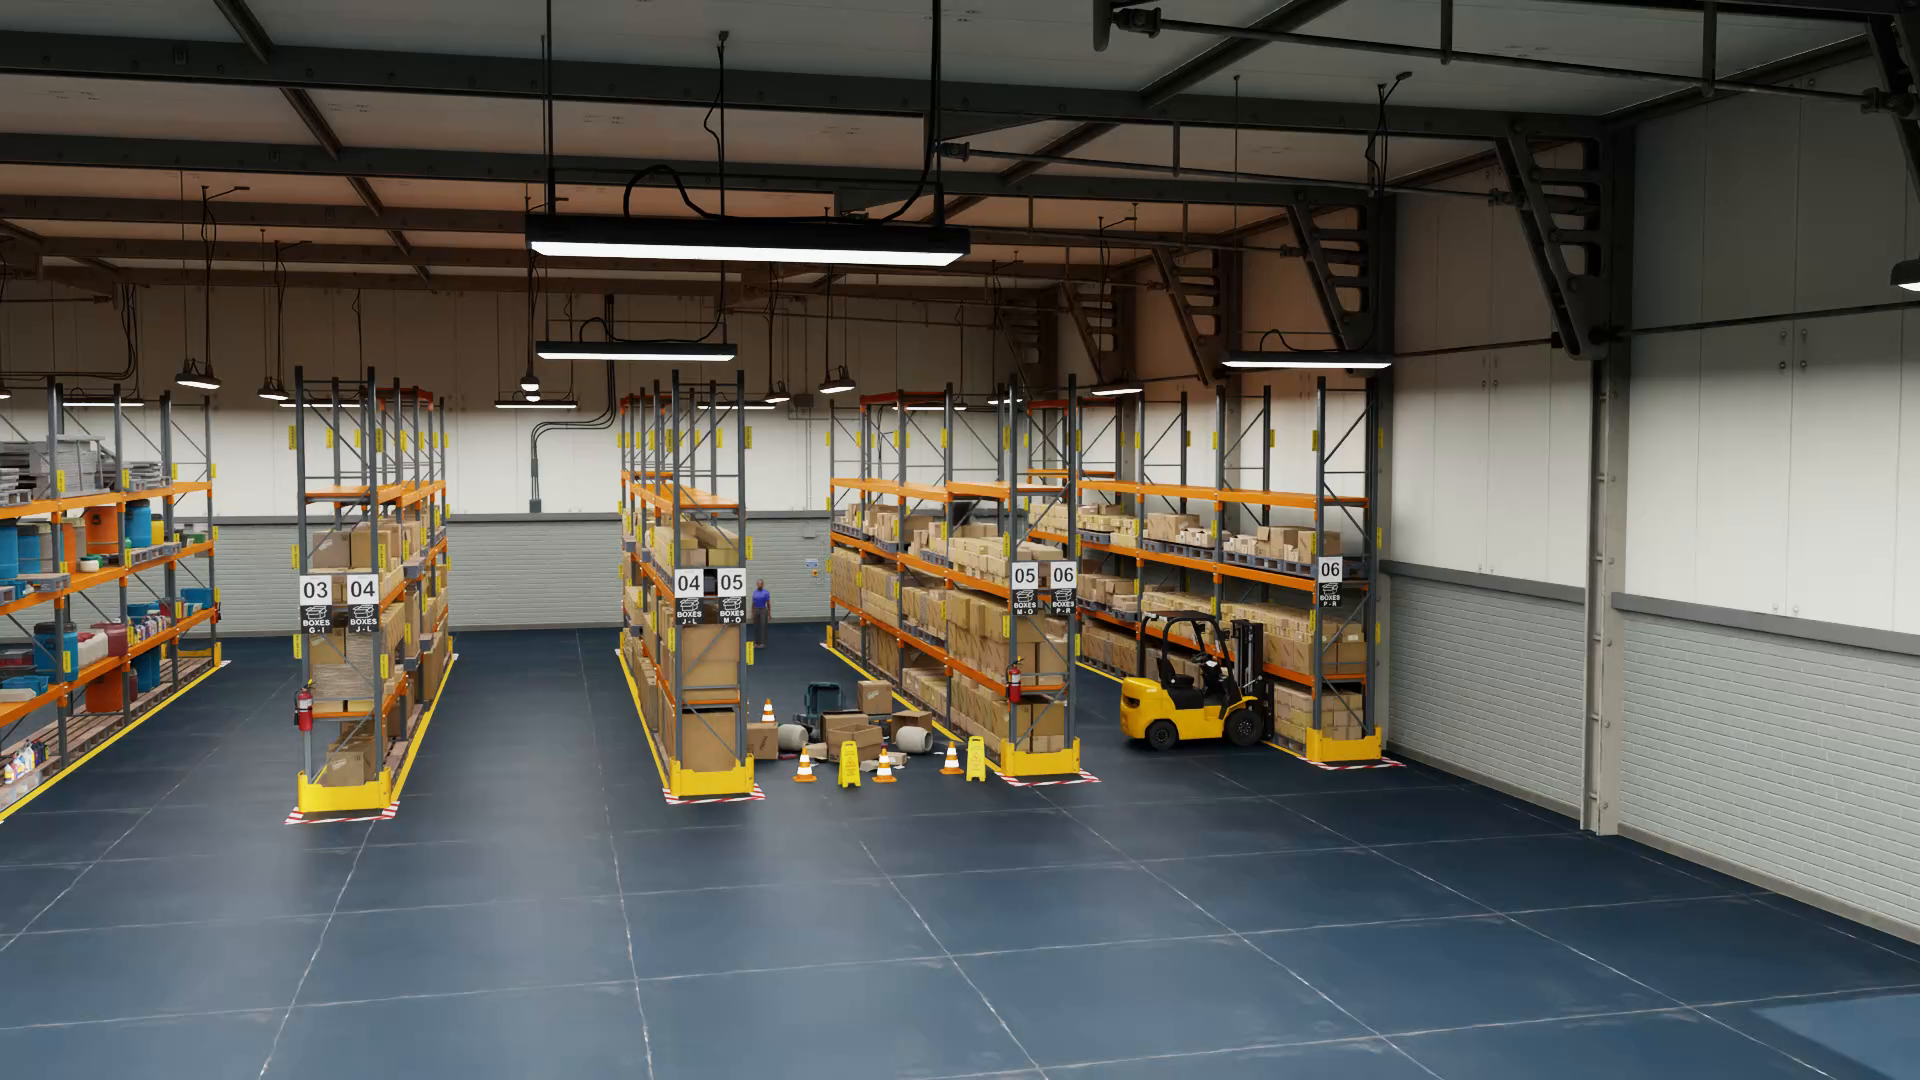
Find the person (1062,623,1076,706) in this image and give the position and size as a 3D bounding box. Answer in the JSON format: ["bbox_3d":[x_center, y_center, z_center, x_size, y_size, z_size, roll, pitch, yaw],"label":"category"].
[{"bbox_3d":[2.029,2.335,31.415,0.342,1.585,0.504,0,3,-6],"label":"person"}]

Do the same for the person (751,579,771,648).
[{"bbox_3d":[-4.835,1.797,40.215,0.549,1.690,0.354,2,4,26],"label":"person"}]
